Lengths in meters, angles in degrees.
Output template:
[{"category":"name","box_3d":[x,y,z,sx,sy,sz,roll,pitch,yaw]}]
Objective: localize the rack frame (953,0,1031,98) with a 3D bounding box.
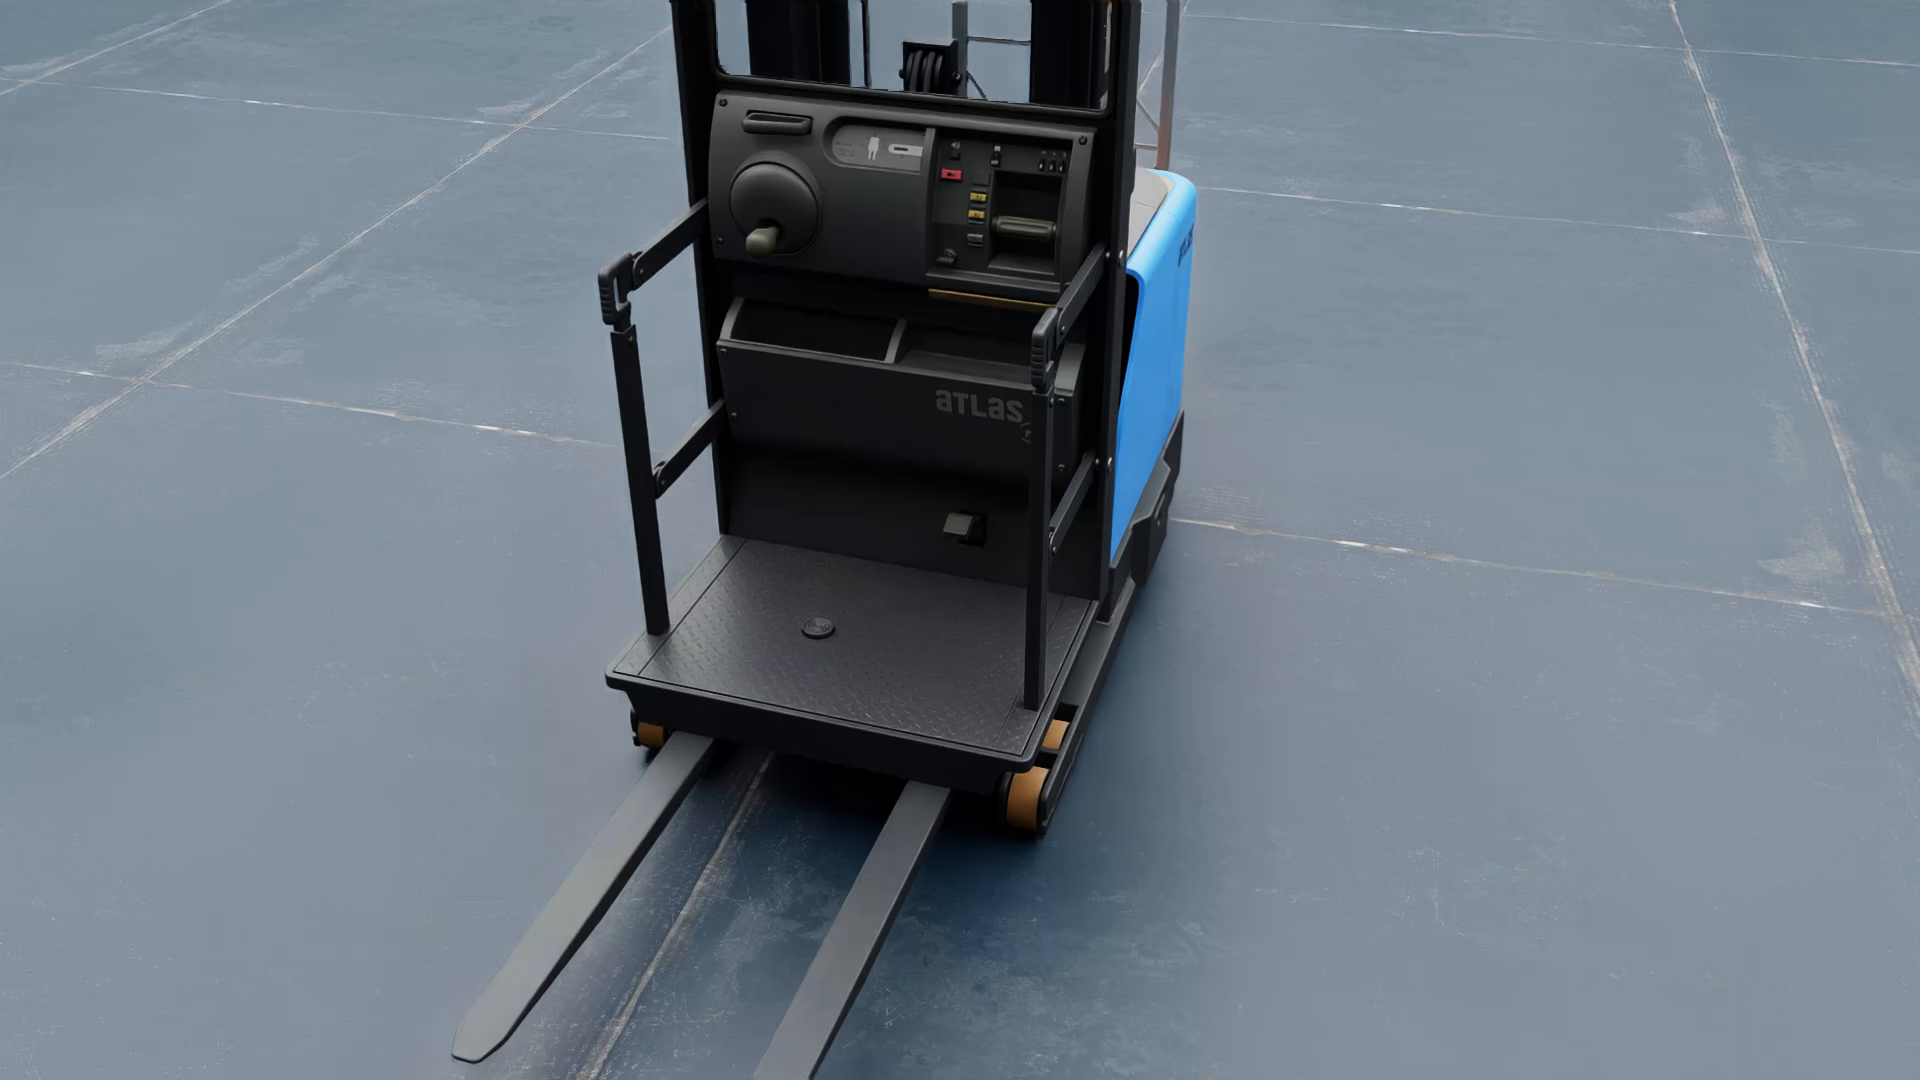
[{"category":"rack frame","box_3d":[0.220,-0.951,5.348,0.500,1.500,0.032,10,34,15]}]

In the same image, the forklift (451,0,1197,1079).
[{"category":"forklift","box_3d":[-0.214,-0.759,3.712,1.130,2.935,3.031,10,34,15]}]

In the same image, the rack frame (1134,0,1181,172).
[{"category":"rack frame","box_3d":[0.532,-1.470,6.165,0.500,1.500,0.032,10,34,15]}]

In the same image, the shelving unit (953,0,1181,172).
[{"category":"shelving unit","box_3d":[0.378,-1.215,5.764,0.587,1.500,1.083,10,34,15]}]
